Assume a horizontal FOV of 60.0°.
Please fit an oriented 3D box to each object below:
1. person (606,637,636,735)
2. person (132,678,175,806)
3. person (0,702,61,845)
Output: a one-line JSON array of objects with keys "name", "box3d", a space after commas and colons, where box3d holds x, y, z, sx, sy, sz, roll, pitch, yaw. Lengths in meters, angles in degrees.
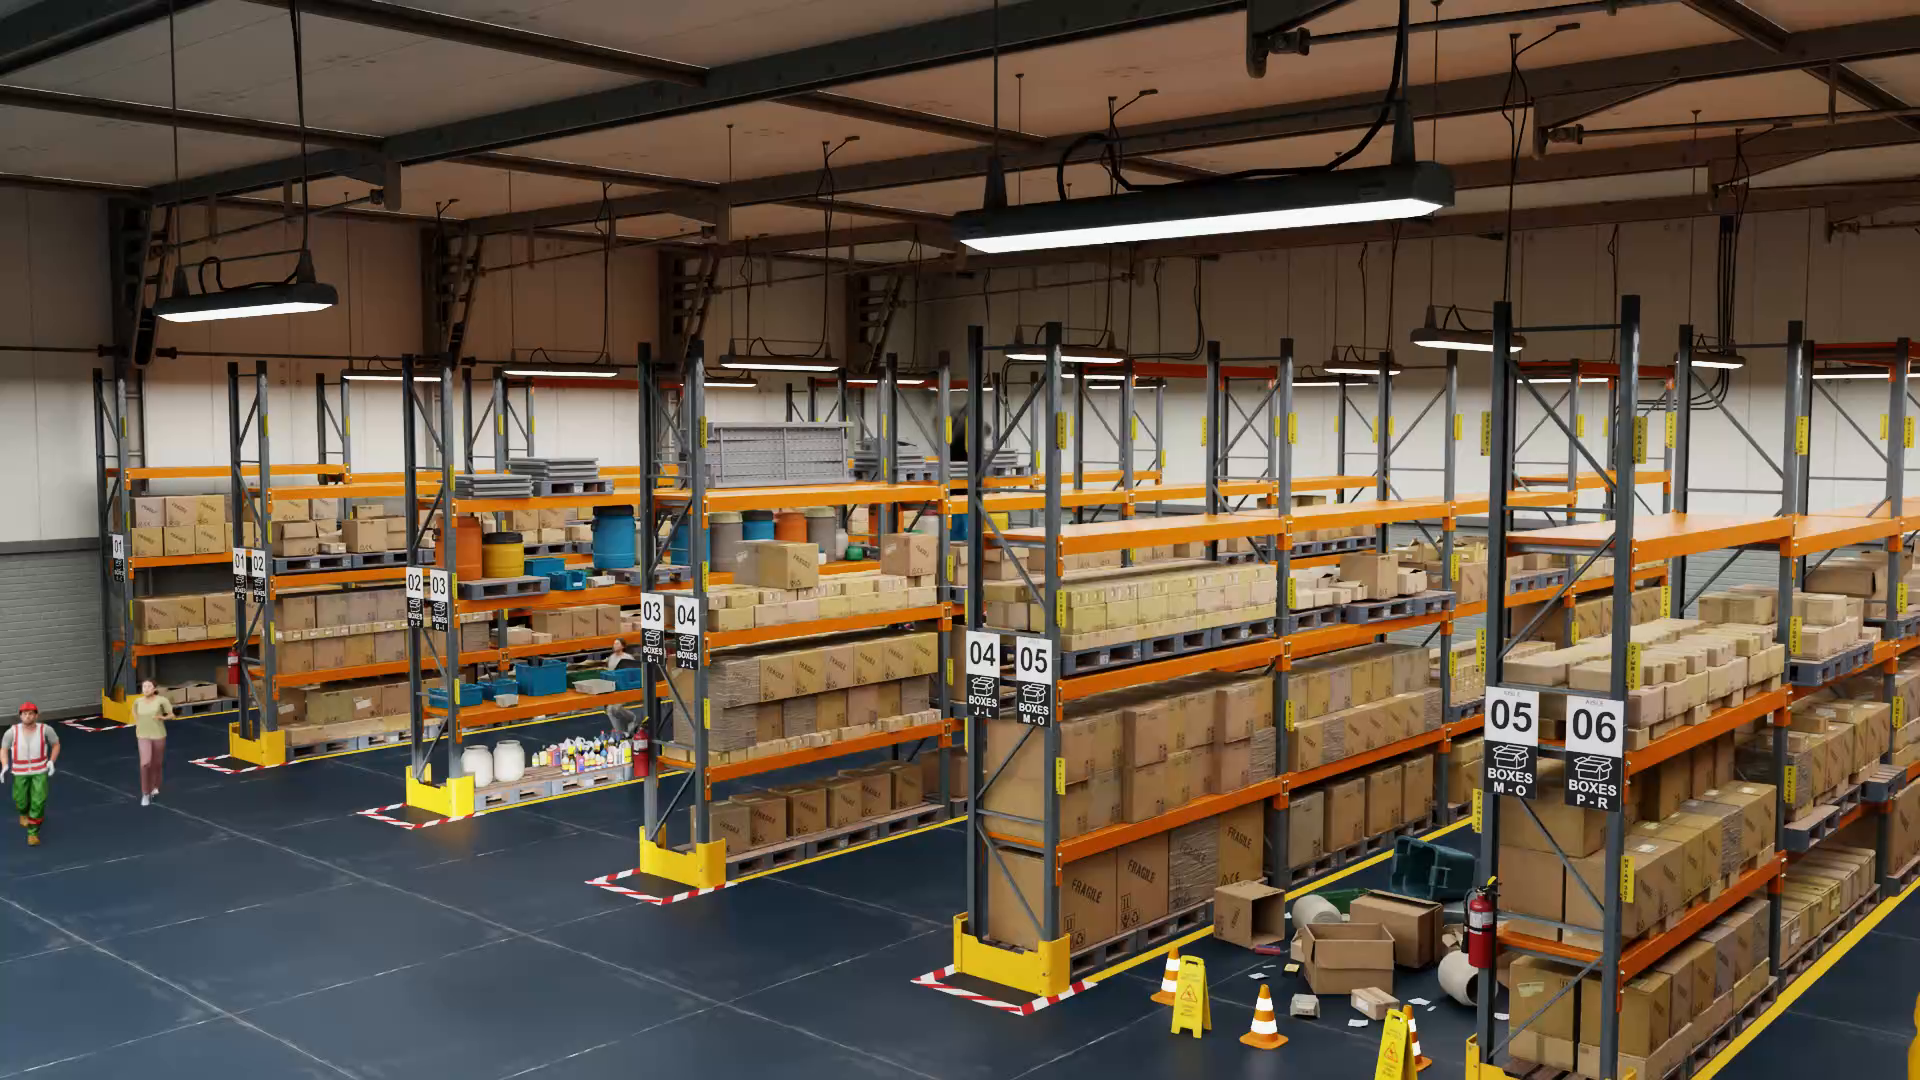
[{"name": "person", "box3d": [-5.509, 2.377, 26.848, 0.561, 1.621, 0.584, 2, 5, 28]}, {"name": "person", "box3d": [-10.847, 2.642, 22.364, 0.546, 1.605, 0.702, -2, 4, -20]}, {"name": "person", "box3d": [-11.313, 2.817, 20.262, 0.646, 1.736, 0.630, -2, 5, -27]}]
